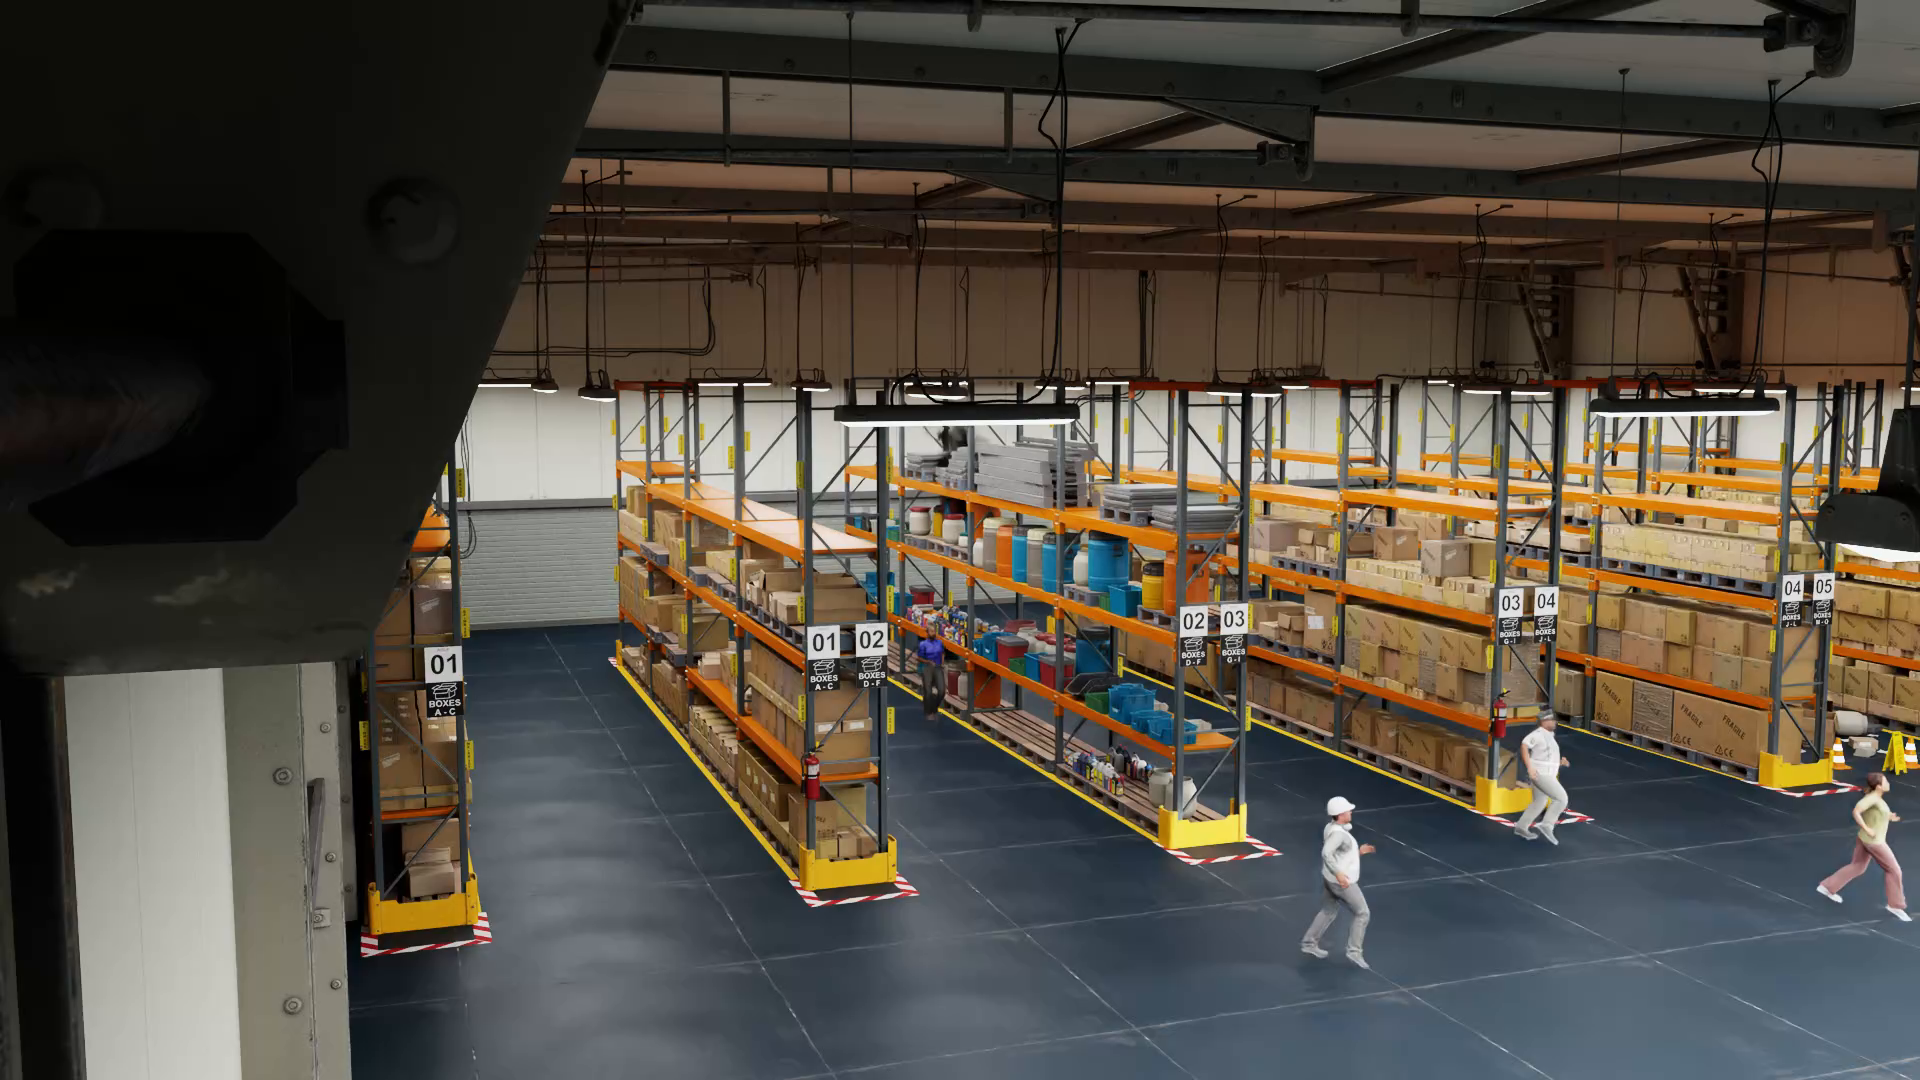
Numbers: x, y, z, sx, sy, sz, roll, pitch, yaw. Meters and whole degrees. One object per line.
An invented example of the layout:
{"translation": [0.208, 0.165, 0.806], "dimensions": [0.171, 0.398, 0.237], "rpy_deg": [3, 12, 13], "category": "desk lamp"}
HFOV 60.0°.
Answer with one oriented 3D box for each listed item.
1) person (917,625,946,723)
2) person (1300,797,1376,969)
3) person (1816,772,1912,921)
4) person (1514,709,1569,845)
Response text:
{"translation": [-0.432, 2.284, 28.095], "dimensions": [0.563, 1.667, 0.572], "rpy_deg": [-2, 7, -22], "category": "person"}
{"translation": [3.995, 3.607, 17.498], "dimensions": [0.769, 1.837, 0.625], "rpy_deg": [0, 6, -4], "category": "person"}
{"translation": [10.427, 3.496, 19.131], "dimensions": [0.990, 1.714, 0.545], "rpy_deg": [2, 6, 16], "category": "person"}
{"translation": [7.786, 3.124, 22.191], "dimensions": [0.673, 1.742, 0.668], "rpy_deg": [3, 7, 26], "category": "person"}
